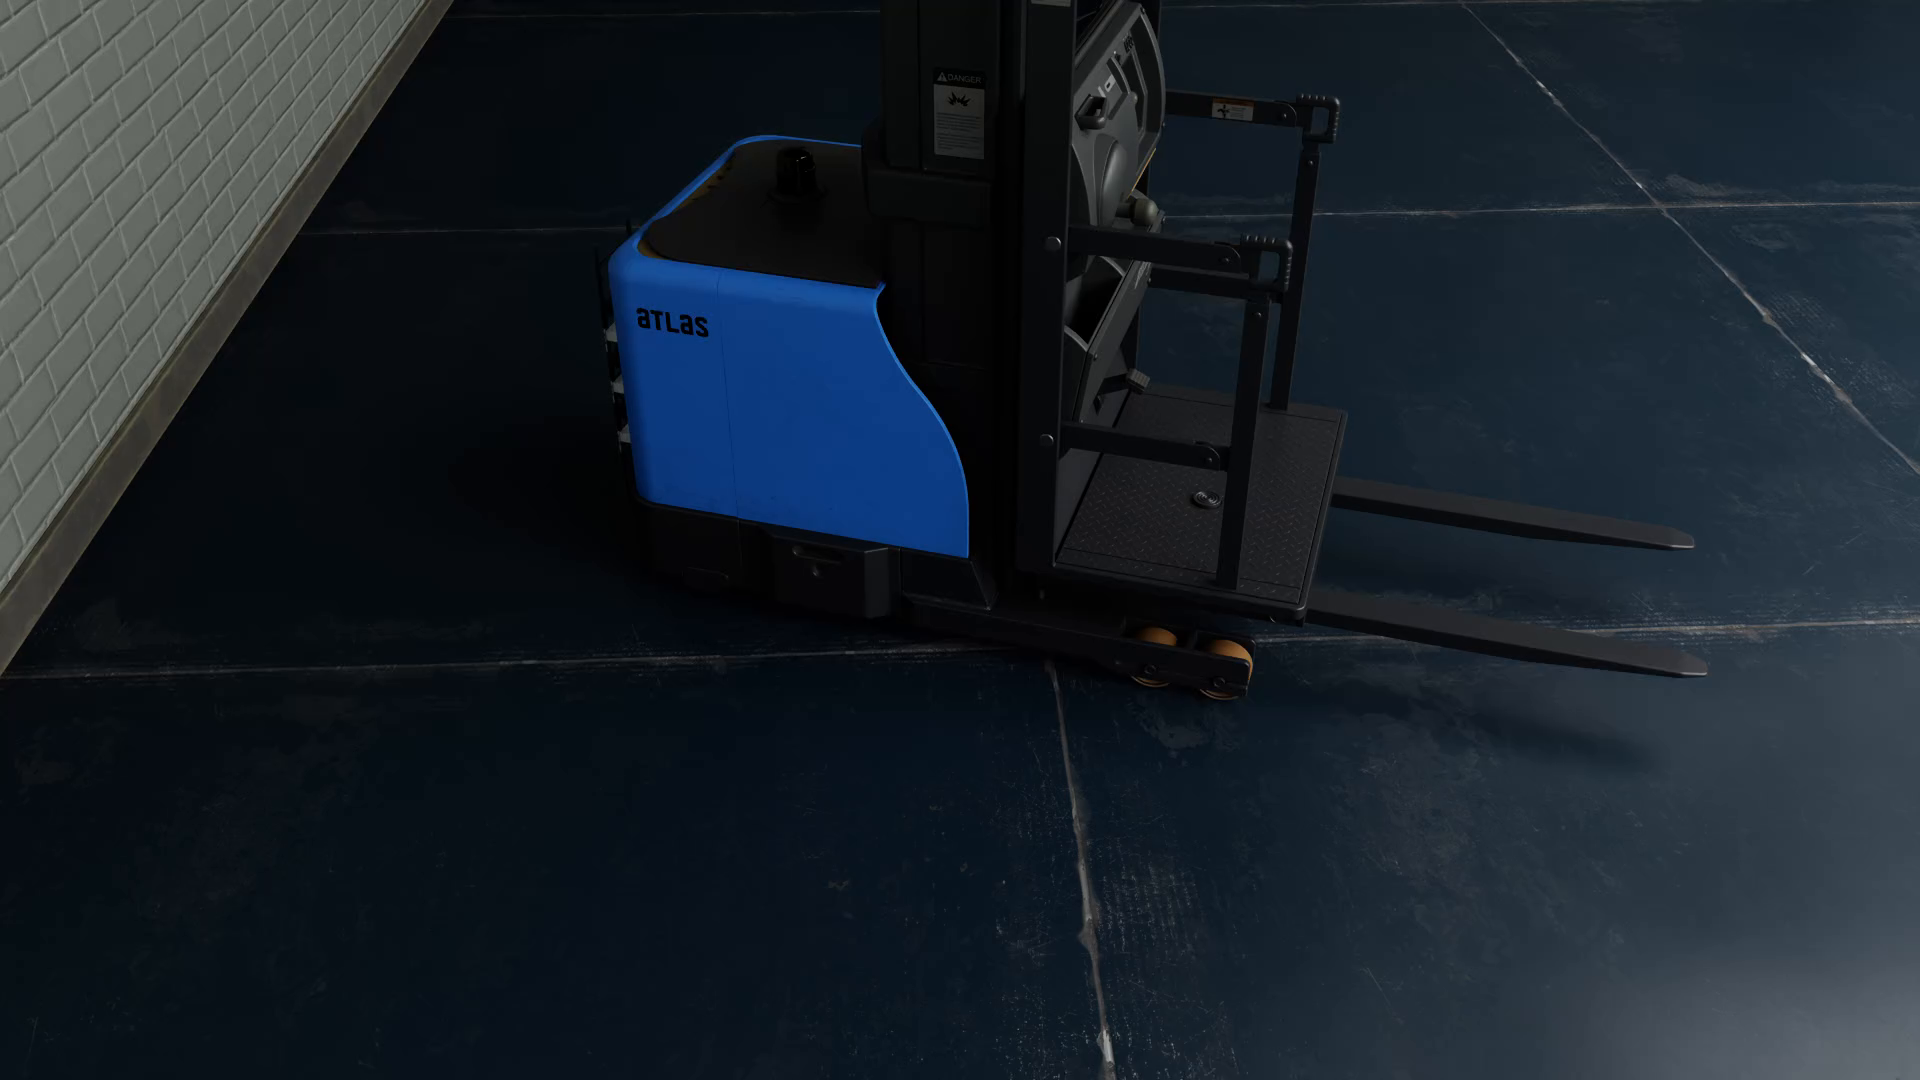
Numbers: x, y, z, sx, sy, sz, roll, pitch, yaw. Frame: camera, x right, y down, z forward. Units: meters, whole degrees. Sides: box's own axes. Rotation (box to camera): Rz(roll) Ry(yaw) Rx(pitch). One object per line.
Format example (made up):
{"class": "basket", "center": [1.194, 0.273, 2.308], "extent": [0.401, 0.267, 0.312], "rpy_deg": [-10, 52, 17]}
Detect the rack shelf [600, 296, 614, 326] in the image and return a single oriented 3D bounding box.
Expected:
{"class": "rack shelf", "center": [-0.953, -0.733, 5.103], "extent": [0.200, 0.077, 0.258], "rpy_deg": [10, 36, 14]}

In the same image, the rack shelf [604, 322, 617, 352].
{"class": "rack shelf", "center": [-0.953, -0.659, 5.154], "extent": [0.200, 0.077, 0.258], "rpy_deg": [10, 36, 14]}

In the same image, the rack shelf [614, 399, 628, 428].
{"class": "rack shelf", "center": [-0.953, -0.437, 5.308], "extent": [0.200, 0.077, 0.258], "rpy_deg": [10, 36, 14]}

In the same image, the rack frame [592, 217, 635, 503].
{"class": "rack frame", "center": [-1.050, -0.555, 5.262], "extent": [0.006, 0.900, 0.240], "rpy_deg": [10, 36, 14]}

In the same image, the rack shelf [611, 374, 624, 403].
{"class": "rack shelf", "center": [-0.953, -0.511, 5.256], "extent": [0.200, 0.077, 0.258], "rpy_deg": [10, 36, 14]}

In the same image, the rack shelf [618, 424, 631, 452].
{"class": "rack shelf", "center": [-0.953, -0.363, 5.359], "extent": [0.200, 0.077, 0.258], "rpy_deg": [10, 36, 14]}

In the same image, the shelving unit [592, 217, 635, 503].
{"class": "shelving unit", "center": [-0.953, -0.539, 5.237], "extent": [0.210, 0.900, 0.258], "rpy_deg": [10, 36, 14]}

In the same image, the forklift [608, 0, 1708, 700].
{"class": "forklift", "center": [0.603, -1.101, 4.265], "extent": [3.031, 2.935, 1.130], "rpy_deg": [10, 36, 14]}

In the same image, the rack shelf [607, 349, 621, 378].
{"class": "rack shelf", "center": [-0.953, -0.585, 5.205], "extent": [0.200, 0.077, 0.258], "rpy_deg": [10, 36, 14]}
